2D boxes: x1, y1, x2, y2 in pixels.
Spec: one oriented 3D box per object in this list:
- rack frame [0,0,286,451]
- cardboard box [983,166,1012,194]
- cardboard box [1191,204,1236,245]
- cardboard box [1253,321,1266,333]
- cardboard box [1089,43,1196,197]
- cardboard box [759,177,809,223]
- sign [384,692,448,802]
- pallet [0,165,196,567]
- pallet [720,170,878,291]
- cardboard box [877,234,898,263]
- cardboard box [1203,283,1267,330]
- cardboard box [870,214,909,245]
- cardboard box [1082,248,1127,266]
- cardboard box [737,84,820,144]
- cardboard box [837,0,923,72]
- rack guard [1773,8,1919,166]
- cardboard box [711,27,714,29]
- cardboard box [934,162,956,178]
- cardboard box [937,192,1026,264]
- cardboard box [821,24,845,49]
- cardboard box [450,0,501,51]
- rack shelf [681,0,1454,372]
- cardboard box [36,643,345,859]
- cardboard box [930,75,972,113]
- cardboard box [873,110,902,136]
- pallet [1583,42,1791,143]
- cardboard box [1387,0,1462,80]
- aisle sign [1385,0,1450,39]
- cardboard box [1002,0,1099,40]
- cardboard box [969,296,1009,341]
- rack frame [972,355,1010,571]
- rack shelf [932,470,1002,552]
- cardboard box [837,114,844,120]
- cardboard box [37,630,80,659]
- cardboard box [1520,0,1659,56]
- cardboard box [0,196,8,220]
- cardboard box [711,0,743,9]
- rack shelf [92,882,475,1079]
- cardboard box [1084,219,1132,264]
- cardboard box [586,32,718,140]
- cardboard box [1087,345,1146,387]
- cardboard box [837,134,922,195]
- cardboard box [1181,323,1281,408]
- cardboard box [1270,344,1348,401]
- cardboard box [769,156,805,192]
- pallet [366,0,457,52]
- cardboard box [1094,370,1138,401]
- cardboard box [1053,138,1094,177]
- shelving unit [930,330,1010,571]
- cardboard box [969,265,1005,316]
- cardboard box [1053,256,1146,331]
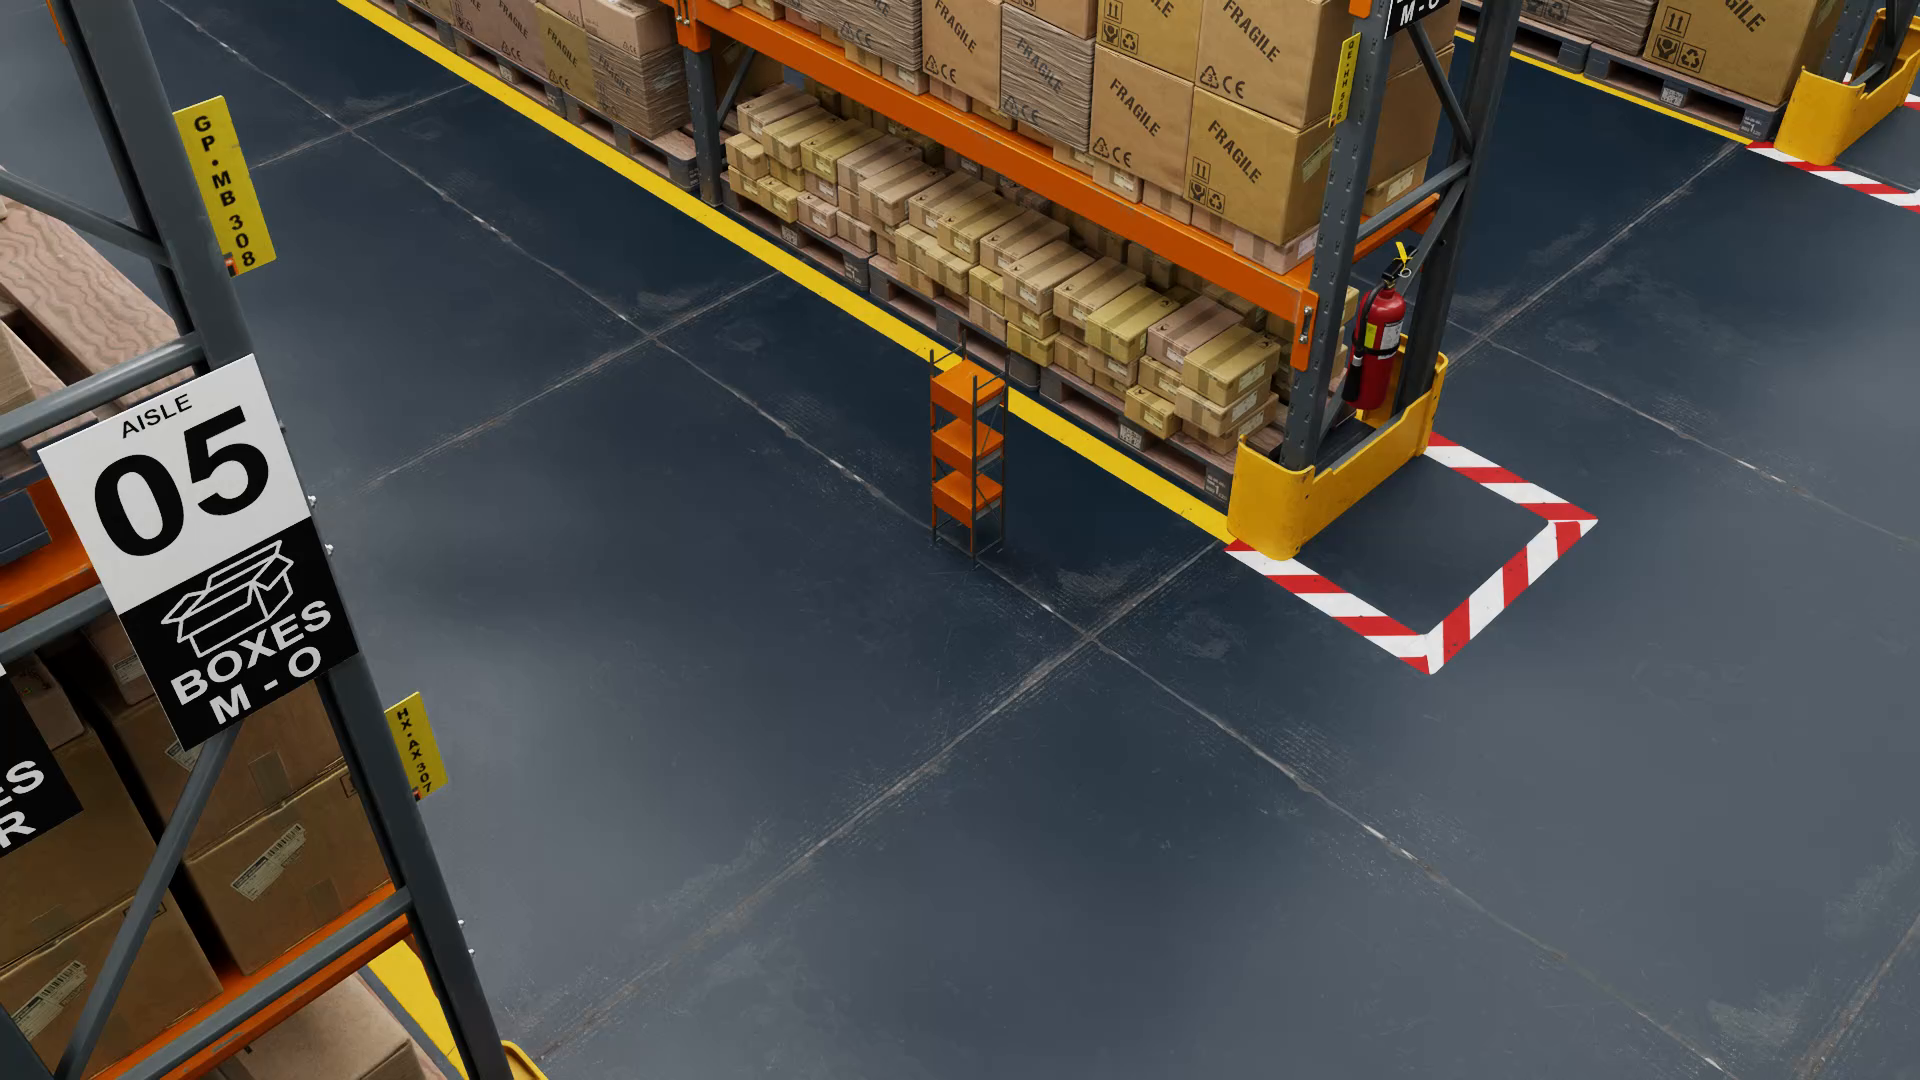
[{"bbox_3d":[-1.683,-1.099,1.927,1.000,3.000,0.127,-34,53,-31],"label":"rack frame"},{"bbox_3d":[0.334,-1.927,8.595,0.250,0.149,0.380,32,52,30],"label":"cardboard box"},{"bbox_3d":[1.171,-1.383,6.839,0.250,0.149,0.380,34,53,31],"label":"cardboard box"},{"bbox_3d":[1.408,-1.067,7.884,0.250,0.149,0.380,34,52,31],"label":"cardboard box"},{"bbox_3d":[0.890,-1.806,6.818,0.500,0.500,0.500,33,52,31],"label":"cardboard box"},{"bbox_3d":[-0.857,-1.889,8.993,0.380,0.149,0.250,-33,52,-30],"label":"cardboard box"},{"bbox_3d":[-1.286,0.494,3.927,0.100,0.325,0.005,-34,53,-31],"label":"sign"},{"bbox_3d":[-2.215,-0.317,3.355,1.003,0.211,1.213,-34,53,-31],"label":"pallet"},{"bbox_3d":[-0.575,-1.909,9.278,1.003,0.211,1.213,-34,53,-31],"label":"pallet"},{"bbox_3d":[-0.215,-1.584,8.663,0.250,0.149,0.380,32,51,30],"label":"cardboard box"},{"bbox_3d":[1.341,-1.132,7.735,0.380,0.149,0.250,-33,52,-31],"label":"cardboard box"},{"bbox_3d":[-0.239,-1.675,8.542,0.380,0.149,0.250,-32,51,-30],"label":"cardboard box"},{"bbox_3d":[0.814,-1.399,8.244,0.250,0.149,0.380,32,51,30],"label":"cardboard box"},{"bbox_3d":[-0.978,-2.300,8.999,0.380,0.149,0.250,-32,51,-30],"label":"cardboard box"},{"bbox_3d":[-0.219,-2.533,7.605,0.500,0.500,0.500,33,52,31],"label":"cardboard box"},{"bbox_3d":[5.350,-2.716,9.938,1.175,0.500,0.348,-34,53,-31],"label":"rack guard"},{"bbox_3d":[-1.410,-3.232,9.635,0.500,0.250,0.500,32,51,30],"label":"cardboard box"},{"bbox_3d":[0.076,-1.932,8.820,0.380,0.149,0.250,-33,52,-30],"label":"cardboard box"},{"bbox_3d":[0.107,-1.537,8.173,0.380,0.149,0.250,-34,52,-31],"label":"cardboard box"},{"bbox_3d":[-0.458,-2.529,8.079,0.250,0.149,0.380,32,51,30],"label":"cardboard box"},{"bbox_3d":[-2.857,-3.451,10.424,0.500,0.500,0.500,33,52,30],"label":"cardboard box"},{"bbox_3d":[0.338,-2.014,7.867,1.077,0.370,4.000,-34,53,-31],"label":"rack shelf"},{"bbox_3d":[-1.821,0.333,3.987,0.500,0.500,0.500,33,52,31],"label":"cardboard box"},{"bbox_3d":[0.080,-2.138,7.656,0.380,0.149,0.250,-32,52,-30],"label":"cardboard box"},{"bbox_3d":[-0.250,-2.299,8.998,0.250,0.149,0.380,34,52,31],"label":"cardboard box"},{"bbox_3d":[4.713,-2.968,10.424,1.003,0.211,1.213,-34,53,-31],"label":"pallet"},{"bbox_3d":[1.621,-2.173,6.479,0.500,0.500,0.500,34,52,31],"label":"cardboard box"},{"bbox_3d":[1.589,-2.093,5.507,0.394,0.787,0.004,-34,53,-31],"label":"aisle sign"},{"bbox_3d":[0.519,-2.420,6.746,0.500,0.500,0.500,-31,51,-29],"label":"cardboard box"},{"bbox_3d":[0.265,-1.166,8.211,0.380,0.149,0.250,-33,52,-31],"label":"cardboard box"},{"bbox_3d":[0.124,-0.301,6.920,0.200,1.050,0.008,-34,53,-31],"label":"rack frame"},{"bbox_3d":[0.038,-0.148,7.179,0.215,0.259,0.240,-34,53,-31],"label":"rack shelf"},{"bbox_3d":[-0.627,-2.457,9.388,0.380,0.149,0.250,-33,52,-31],"label":"cardboard box"},{"bbox_3d":[-1.973,0.067,3.797,0.380,0.149,0.250,-33,52,-30],"label":"cardboard box"},{"bbox_3d":[4.182,-3.726,10.446,0.875,0.875,0.875,-34,53,-31],"label":"cardboard box"},{"bbox_3d":[-2.289,-0.730,3.538,0.380,0.149,0.250,-32,52,-30],"label":"cardboard box"},{"bbox_3d":[-1.106,-2.854,8.431,0.380,0.149,0.250,-32,52,-30],"label":"cardboard box"},{"bbox_3d":[-3.096,0.407,5.247,1.077,0.370,4.000,-34,53,-31],"label":"rack shelf"},{"bbox_3d":[0.831,-1.532,8.168,0.380,0.149,0.250,-32,51,-30],"label":"cardboard box"},{"bbox_3d":[-1.776,-2.710,9.622,0.500,0.500,0.500,33,52,31],"label":"cardboard box"},{"bbox_3d":[0.807,-0.899,7.702,0.250,0.149,0.380,32,52,30],"label":"cardboard box"},{"bbox_3d":[-0.412,-1.927,8.595,0.250,0.149,0.380,33,52,30],"label":"cardboard box"},{"bbox_3d":[1.197,-0.776,7.349,0.380,0.149,0.250,-33,52,-31],"label":"cardboard box"},{"bbox_3d":[1.607,-0.829,7.846,0.380,0.149,0.250,-33,52,-31],"label":"cardboard box"},{"bbox_3d":[-0.803,-2.049,8.947,0.380,0.149,0.250,-34,52,-31],"label":"cardboard box"},{"bbox_3d":[-3.349,-3.761,11.282,1.003,0.211,1.213,-34,53,-31],"label":"pallet"},{"bbox_3d":[0.852,-0.820,7.836,0.250,0.149,0.380,34,52,31],"label":"cardboard box"},{"bbox_3d":[0.621,-1.749,7.235,0.250,0.149,0.380,32,51,30],"label":"cardboard box"},{"bbox_3d":[0.038,-0.360,6.983,0.215,1.050,0.252,-34,53,-31],"label":"shelving unit"},{"bbox_3d":[0.264,-1.274,8.108,0.380,0.149,0.250,-31,51,-29],"label":"cardboard box"},{"bbox_3d":[0.649,-1.142,7.746,0.250,0.149,0.380,32,52,30],"label":"cardboard box"}]
